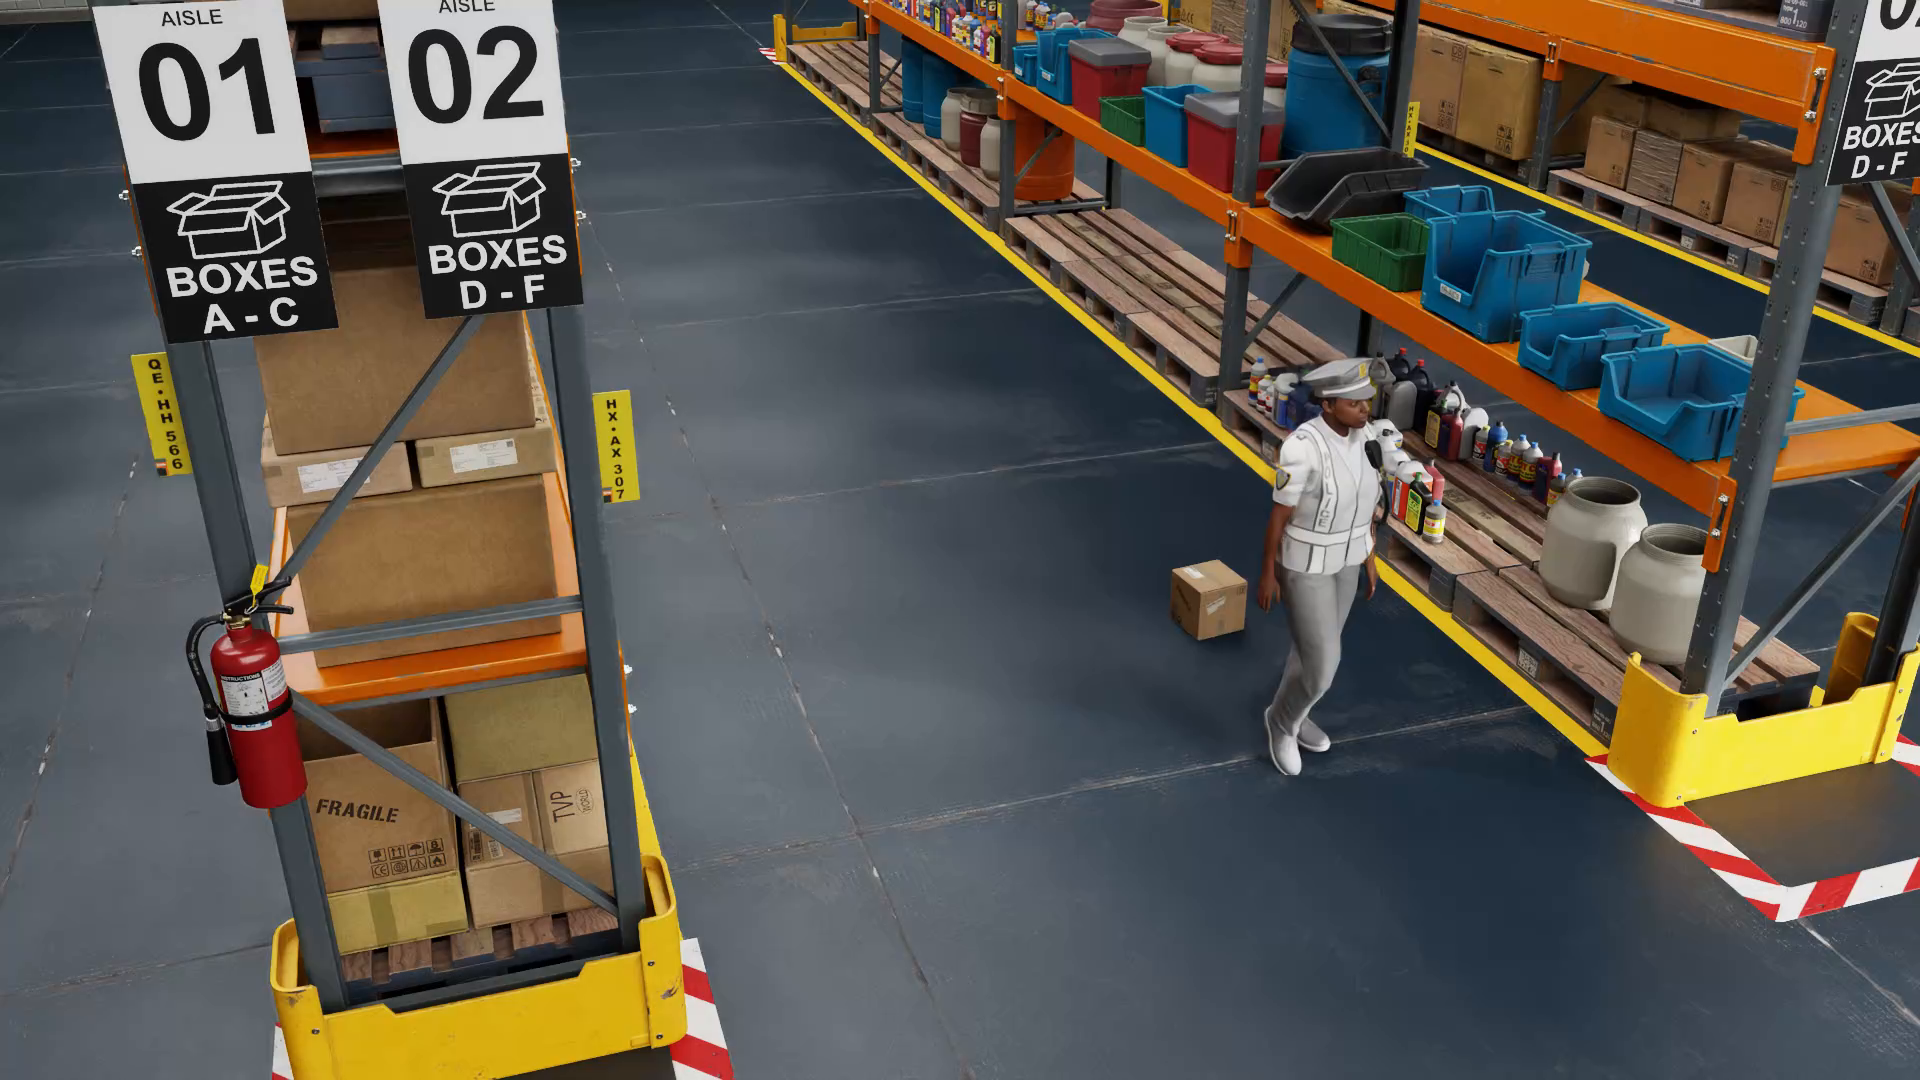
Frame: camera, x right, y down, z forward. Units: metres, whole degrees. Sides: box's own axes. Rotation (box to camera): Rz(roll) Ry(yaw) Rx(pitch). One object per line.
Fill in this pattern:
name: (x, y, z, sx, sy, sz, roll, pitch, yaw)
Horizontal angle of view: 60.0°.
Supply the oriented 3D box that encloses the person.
person: (1.392, 0.118, 6.345, 0.483, 1.734, 0.466, -17, 31, -31)
